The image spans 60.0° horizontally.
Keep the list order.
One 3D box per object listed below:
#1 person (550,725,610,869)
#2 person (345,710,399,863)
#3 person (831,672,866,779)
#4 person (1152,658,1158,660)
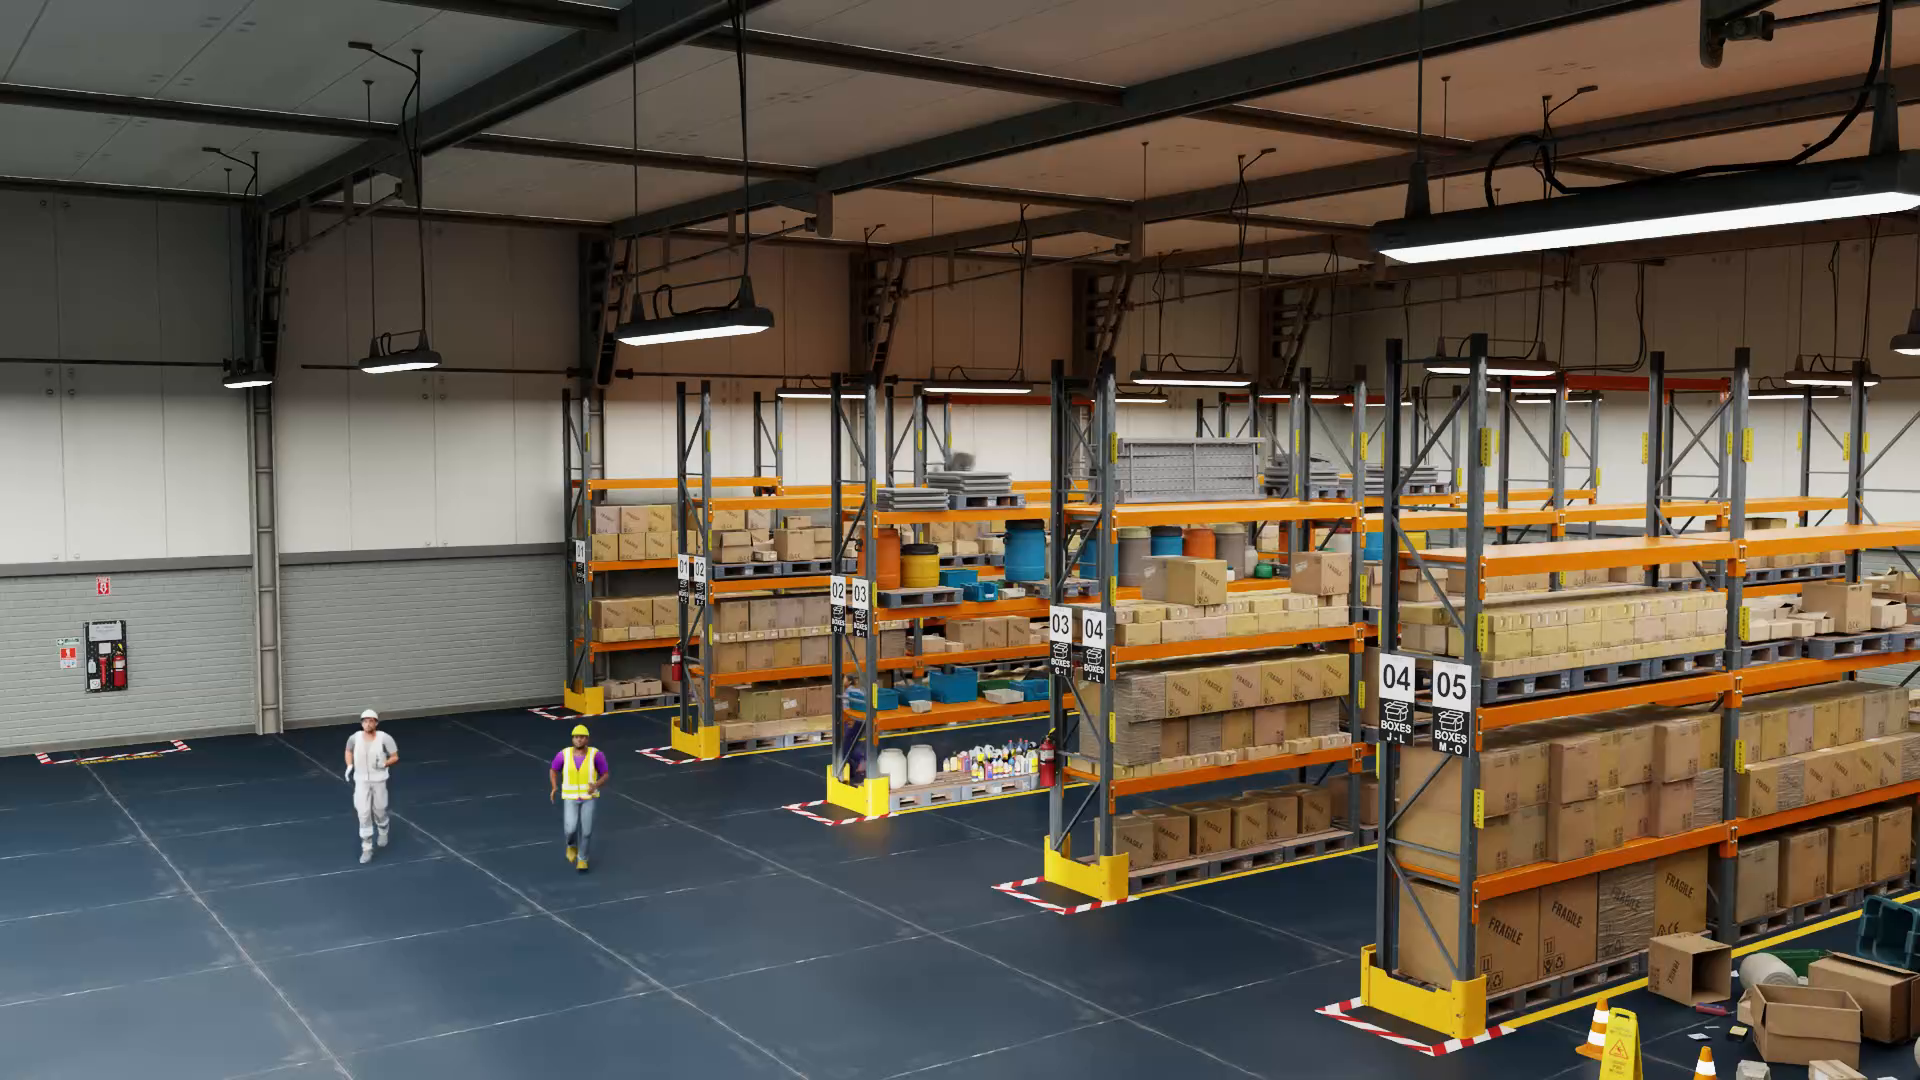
[{"bbox_3d":[-4.480,3.046,19.586,0.705,1.725,0.581,-1,4,-10],"label":"person"},{"bbox_3d":[-7.189,2.958,20.304,0.651,1.796,0.862,-1,4,-10],"label":"person"},{"bbox_3d":[-1.645,2.780,24.804,0.535,1.616,0.605,-3,5,-39],"label":"person"},{"bbox_3d":[3.260,2.420,28.842,0.718,1.764,1.024,4,5,44],"label":"person"}]
